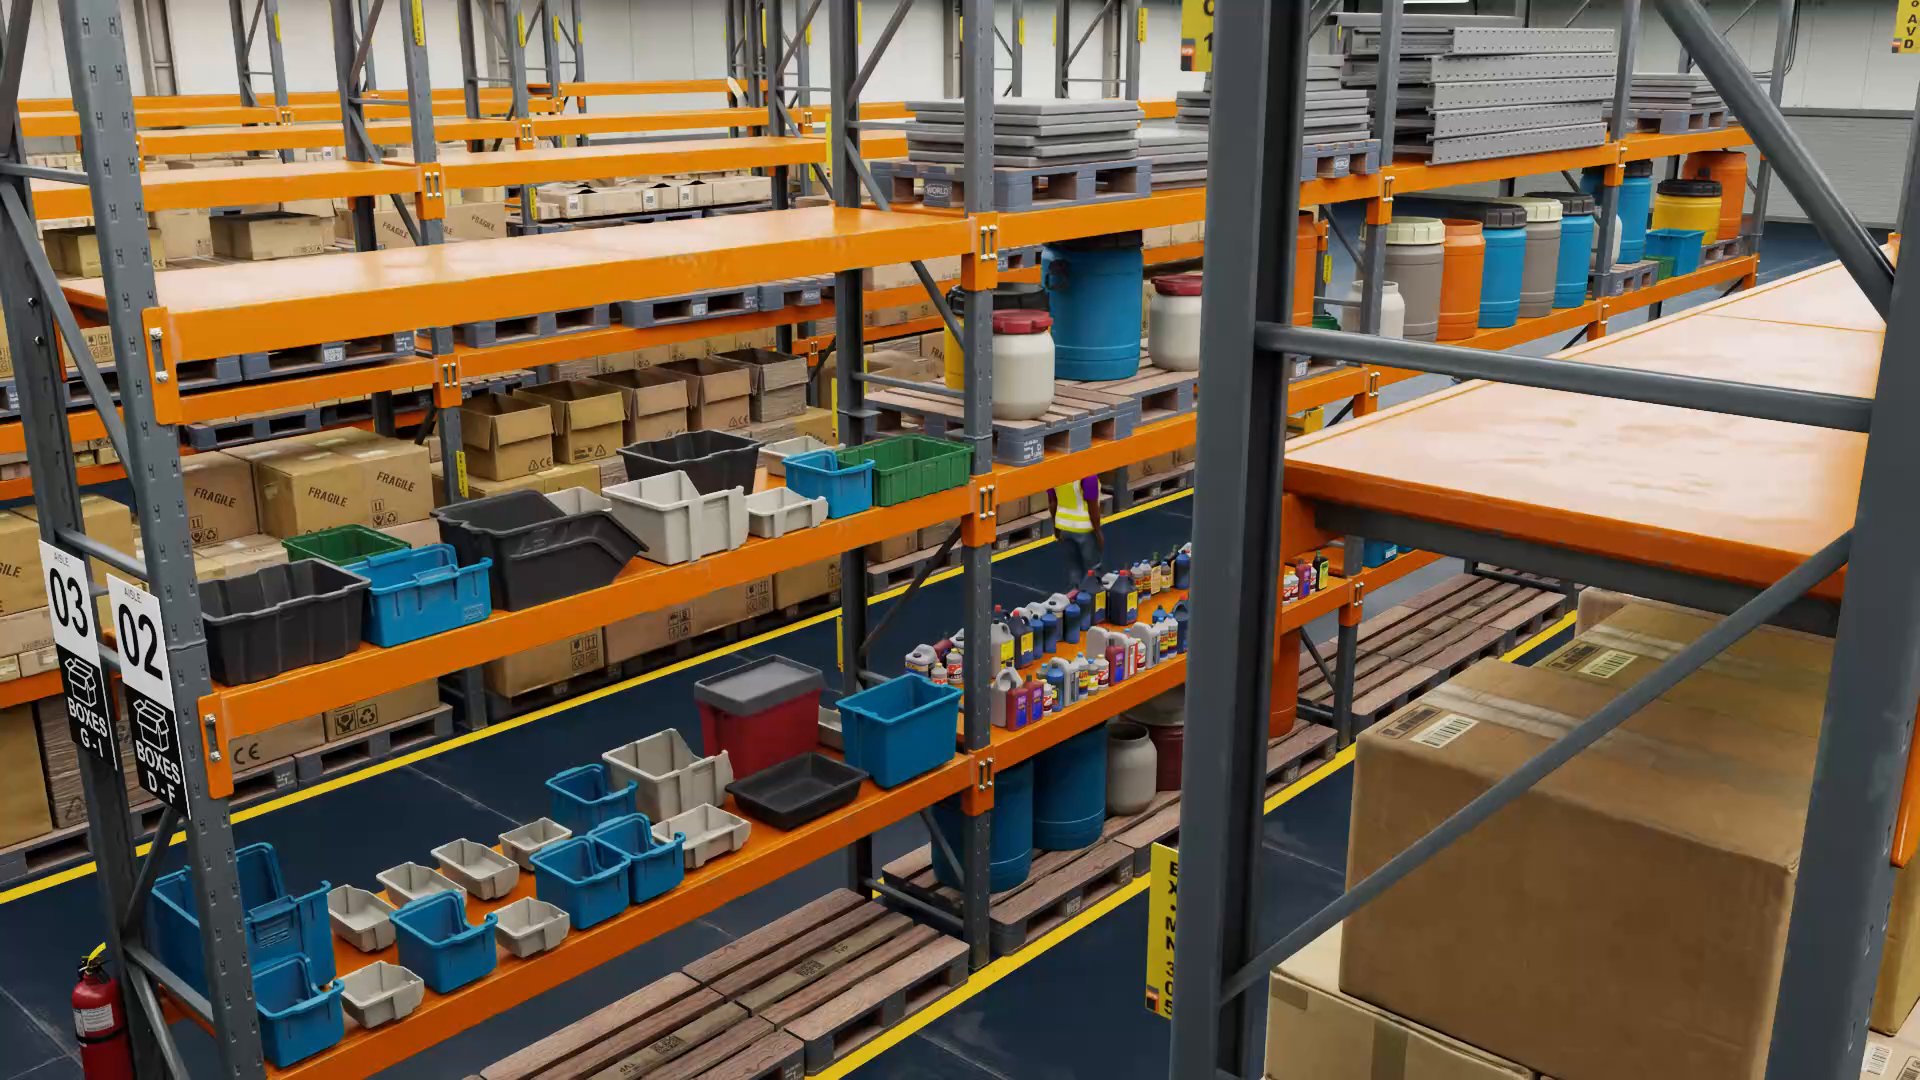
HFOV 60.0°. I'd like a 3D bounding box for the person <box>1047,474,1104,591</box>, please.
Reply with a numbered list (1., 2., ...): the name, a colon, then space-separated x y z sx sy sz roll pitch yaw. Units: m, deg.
1. person: 1.079 -0.081 14.422 0.522 1.843 0.599 -15 22 -41
